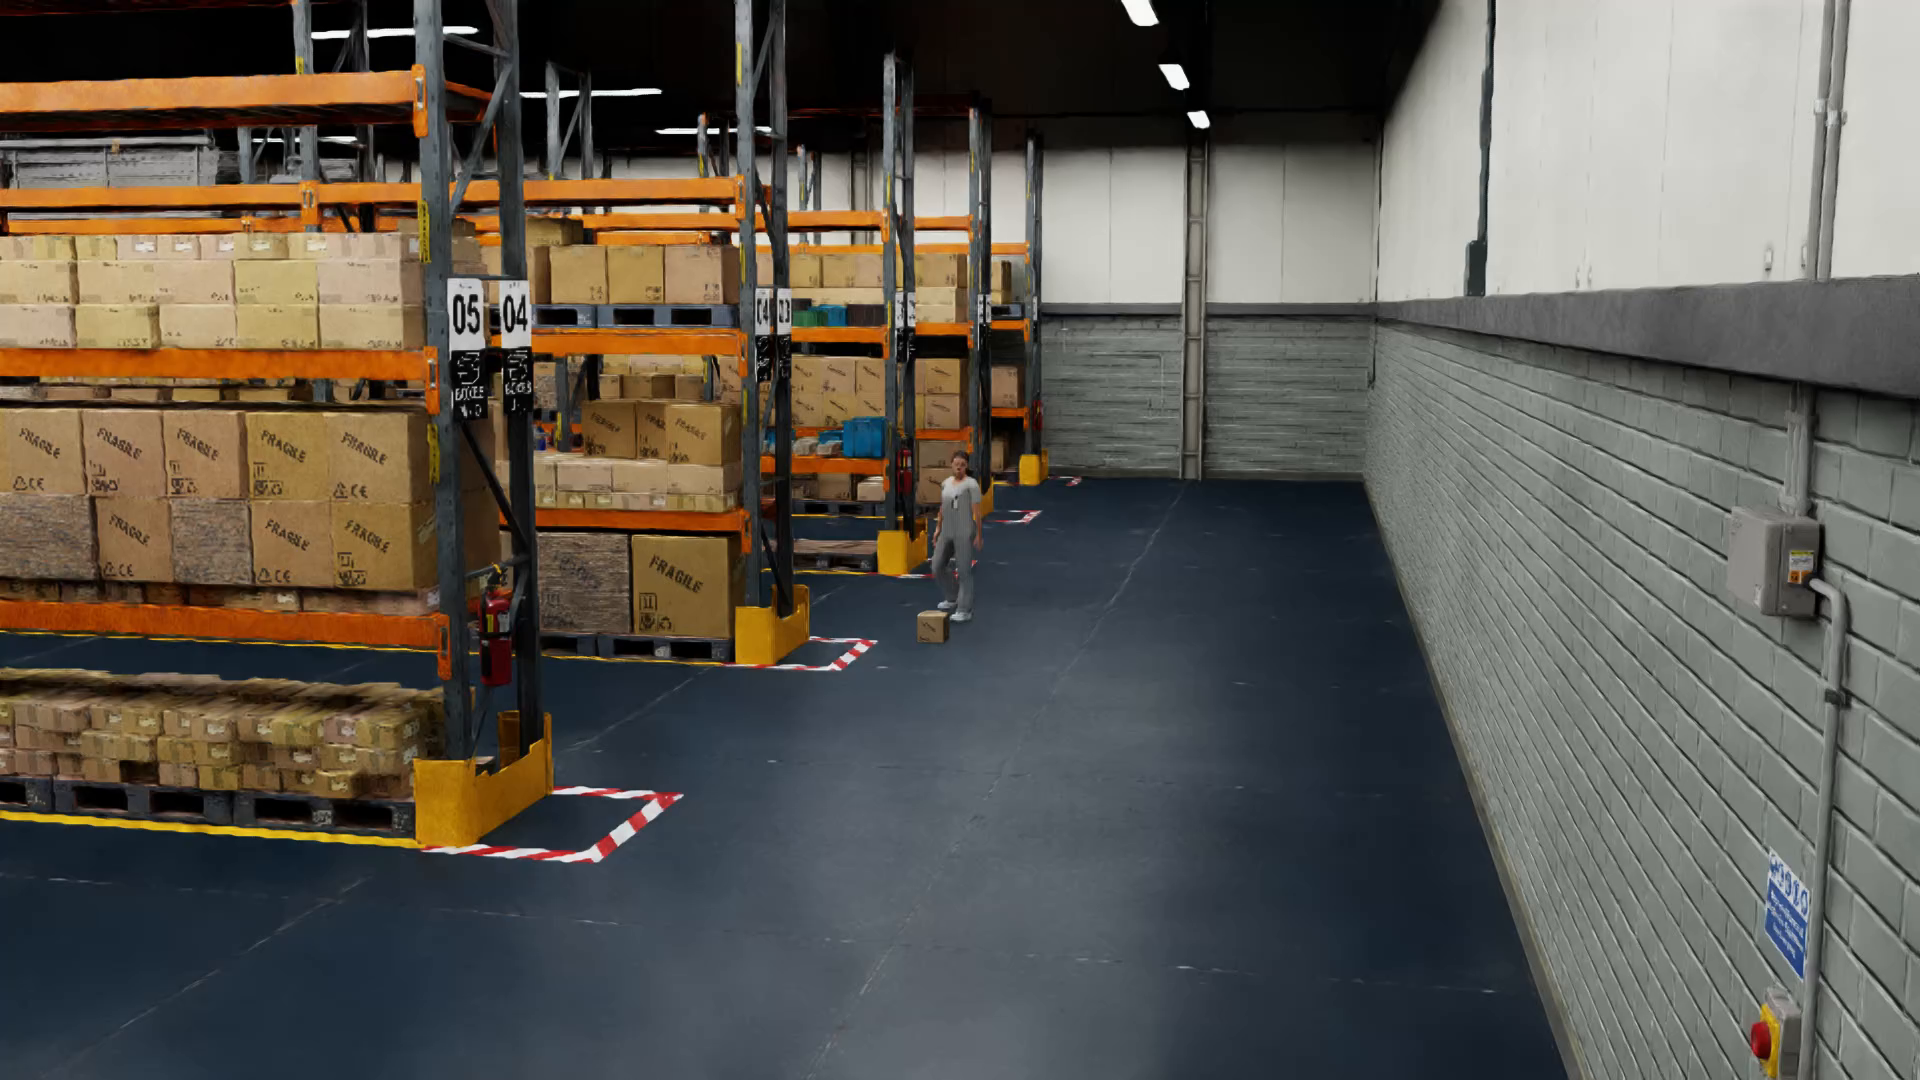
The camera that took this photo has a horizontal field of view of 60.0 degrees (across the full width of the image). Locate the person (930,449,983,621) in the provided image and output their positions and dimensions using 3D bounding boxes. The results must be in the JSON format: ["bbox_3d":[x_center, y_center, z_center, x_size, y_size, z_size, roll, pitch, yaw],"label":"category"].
[{"bbox_3d":[-0.033,-0.061,16.134,0.633,1.667,0.436,7,11,41],"label":"person"}]
